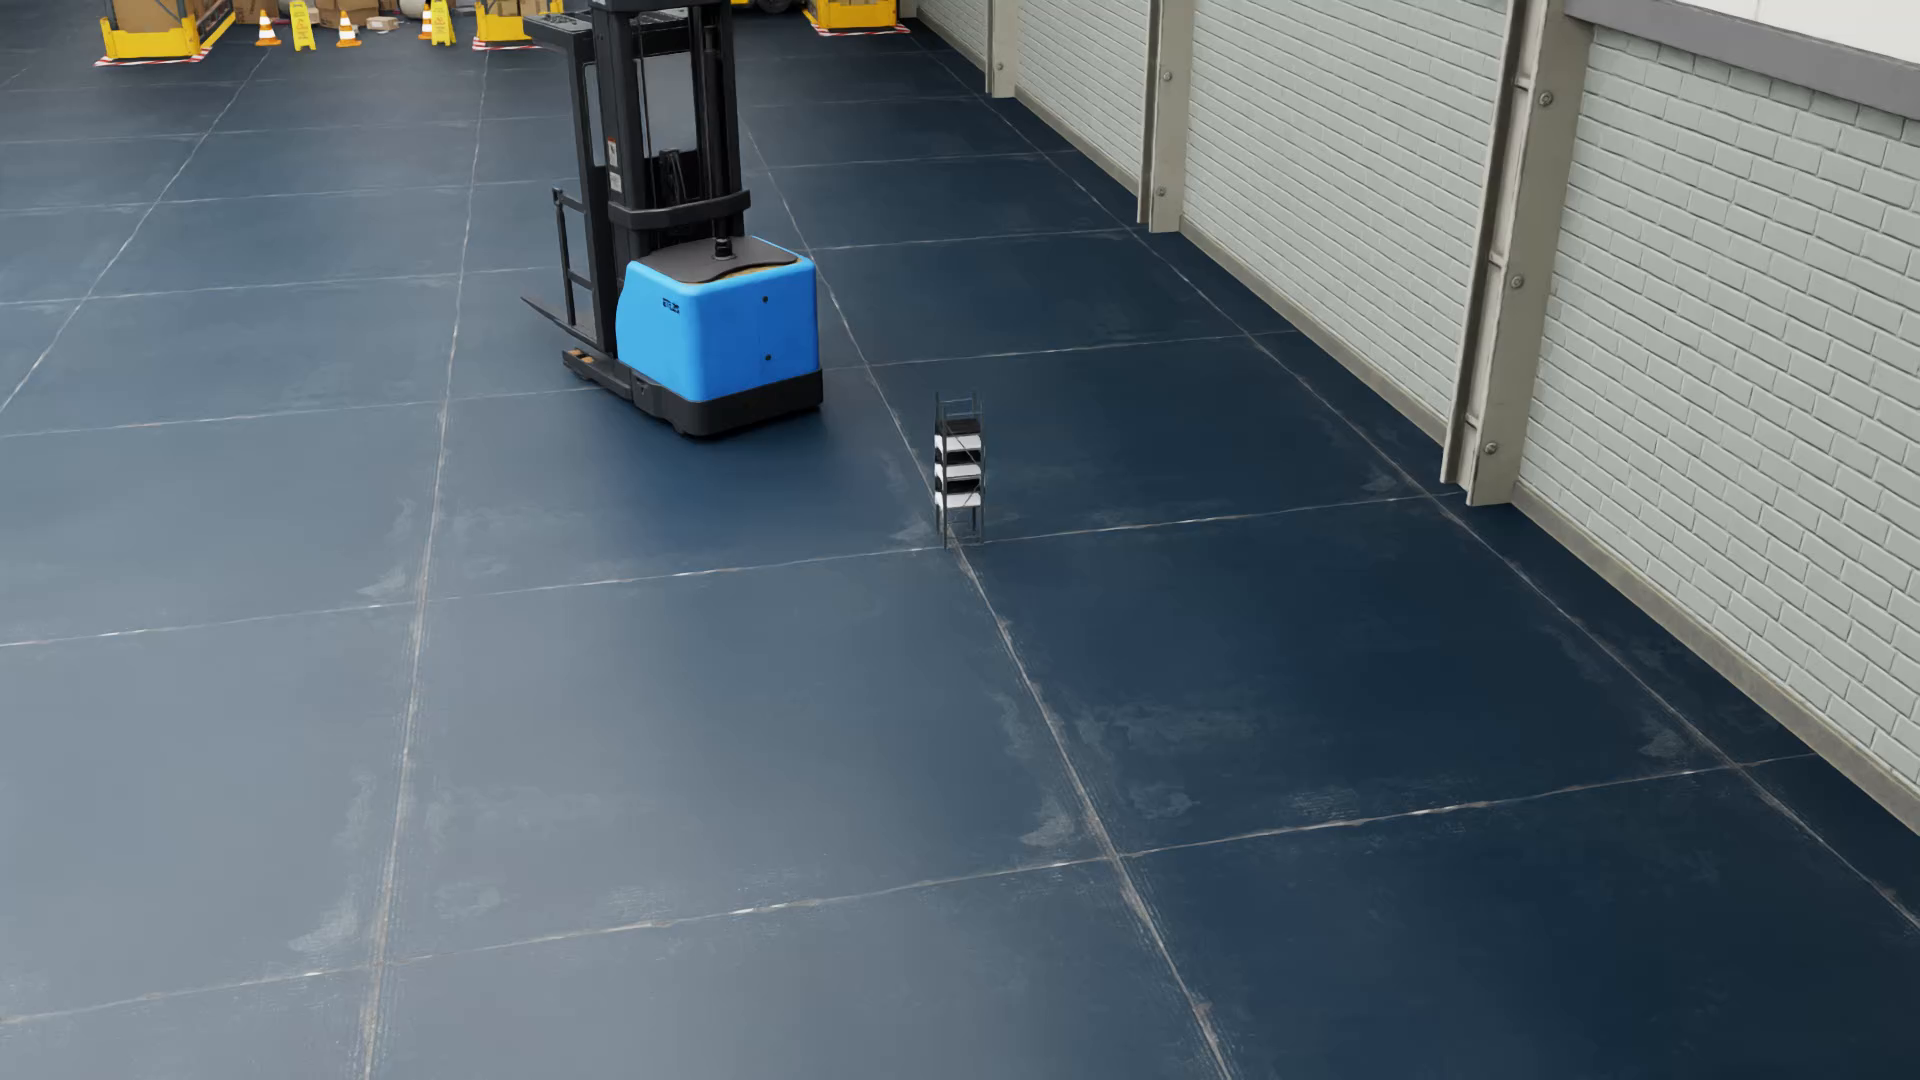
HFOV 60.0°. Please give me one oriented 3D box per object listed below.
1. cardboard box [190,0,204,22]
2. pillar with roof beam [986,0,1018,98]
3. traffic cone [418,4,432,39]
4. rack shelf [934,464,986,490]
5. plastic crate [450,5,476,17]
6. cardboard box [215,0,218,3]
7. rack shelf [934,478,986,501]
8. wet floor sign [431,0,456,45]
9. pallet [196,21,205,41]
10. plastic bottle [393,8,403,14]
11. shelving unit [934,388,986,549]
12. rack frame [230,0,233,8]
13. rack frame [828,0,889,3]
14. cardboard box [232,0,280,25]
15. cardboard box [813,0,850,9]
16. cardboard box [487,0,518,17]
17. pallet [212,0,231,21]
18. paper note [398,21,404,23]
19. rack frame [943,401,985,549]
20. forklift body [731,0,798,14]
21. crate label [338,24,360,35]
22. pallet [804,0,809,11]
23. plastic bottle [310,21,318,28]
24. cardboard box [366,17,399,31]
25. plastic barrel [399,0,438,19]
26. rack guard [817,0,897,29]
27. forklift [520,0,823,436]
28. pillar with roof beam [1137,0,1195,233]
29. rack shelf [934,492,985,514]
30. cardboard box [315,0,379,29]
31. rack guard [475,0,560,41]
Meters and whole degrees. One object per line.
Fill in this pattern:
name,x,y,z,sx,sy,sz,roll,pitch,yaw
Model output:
cardboard box,-11.611,-8.014,24.191,0.875,0.875,0.875,-6,27,-12
pillar with roof beam,-3.679,-9.155,17.901,9.100,9.000,0.400,-6,27,-12
traffic cone,-7.747,-7.570,24.235,0.336,0.463,0.334,-6,27,-12
rack shelf,-0.002,-0.376,9.569,0.258,0.077,0.200,-6,27,-12
plastic crate,-7.740,-8.325,26.155,0.402,0.080,0.583,-16,31,-29
cardboard box,-12.021,-8.810,25.767,0.875,0.875,0.875,-6,27,-11
rack shelf,-0.002,-0.295,9.610,0.258,0.077,0.200,-6,27,-12
wet floor sign,-7.393,-7.402,23.699,0.267,0.644,0.232,3,27,6
pallet,-11.450,-7.196,23.773,1.003,0.211,1.213,-6,27,-12
plastic bottle,-8.831,-8.332,26.190,0.133,0.061,0.283,-1,27,-3
shelving unit,-0.002,-0.405,9.554,0.258,0.900,0.210,-6,27,-12
rack frame,-12.095,-9.854,25.944,1.000,3.000,0.127,-6,27,-12
rack frame,-1.558,-9.151,24.551,1.000,3.000,0.127,-6,27,-12
cardboard box,-10.745,-8.162,25.363,0.500,0.500,0.500,-1,27,-3
cardboard box,-1.972,-8.285,25.421,0.500,0.250,0.500,-6,27,-11
cardboard box,-6.843,-7.943,24.744,0.500,0.250,0.500,-6,27,-12
pallet,-12.000,-8.267,25.895,1.003,0.211,1.213,-6,27,-12
paper note,-8.591,-7.915,25.411,0.148,0.019,0.142,3,27,6
rack frame,0.021,-0.361,9.466,0.240,0.900,0.006,-6,27,-12
forklift body,-3.763,-9.419,26.024,2.313,2.155,1.214,-6,27,-12
crate label,-8.990,-7.502,24.461,0.250,0.136,0.298,-23,35,-38
pallet,-2.043,-8.772,26.895,1.003,0.211,1.213,-6,27,-12
plastic bottle,-9.793,-7.780,25.097,0.133,0.061,0.283,-16,31,-29
cardboard box,-8.657,-7.742,24.924,0.380,0.149,0.250,8,28,15
plastic barrel,-8.334,-8.248,25.621,0.512,0.421,0.421,13,30,24
rack guard,-1.553,-8.024,25.093,1.175,0.500,0.348,-6,27,-12
forklift,-2.254,-2.591,11.630,1.130,2.935,3.031,-20,33,-34
pillar with roof beam,-2.327,-6.521,12.683,9.100,9.000,0.400,-6,27,-12
rack shelf,-0.002,-0.215,9.650,0.258,0.077,0.200,-6,27,-12
cardboard box,-9.256,-8.045,25.130,0.637,0.503,0.797,19,32,32
rack guard,-6.411,-7.562,24.178,1.175,0.500,0.348,-6,27,-12
